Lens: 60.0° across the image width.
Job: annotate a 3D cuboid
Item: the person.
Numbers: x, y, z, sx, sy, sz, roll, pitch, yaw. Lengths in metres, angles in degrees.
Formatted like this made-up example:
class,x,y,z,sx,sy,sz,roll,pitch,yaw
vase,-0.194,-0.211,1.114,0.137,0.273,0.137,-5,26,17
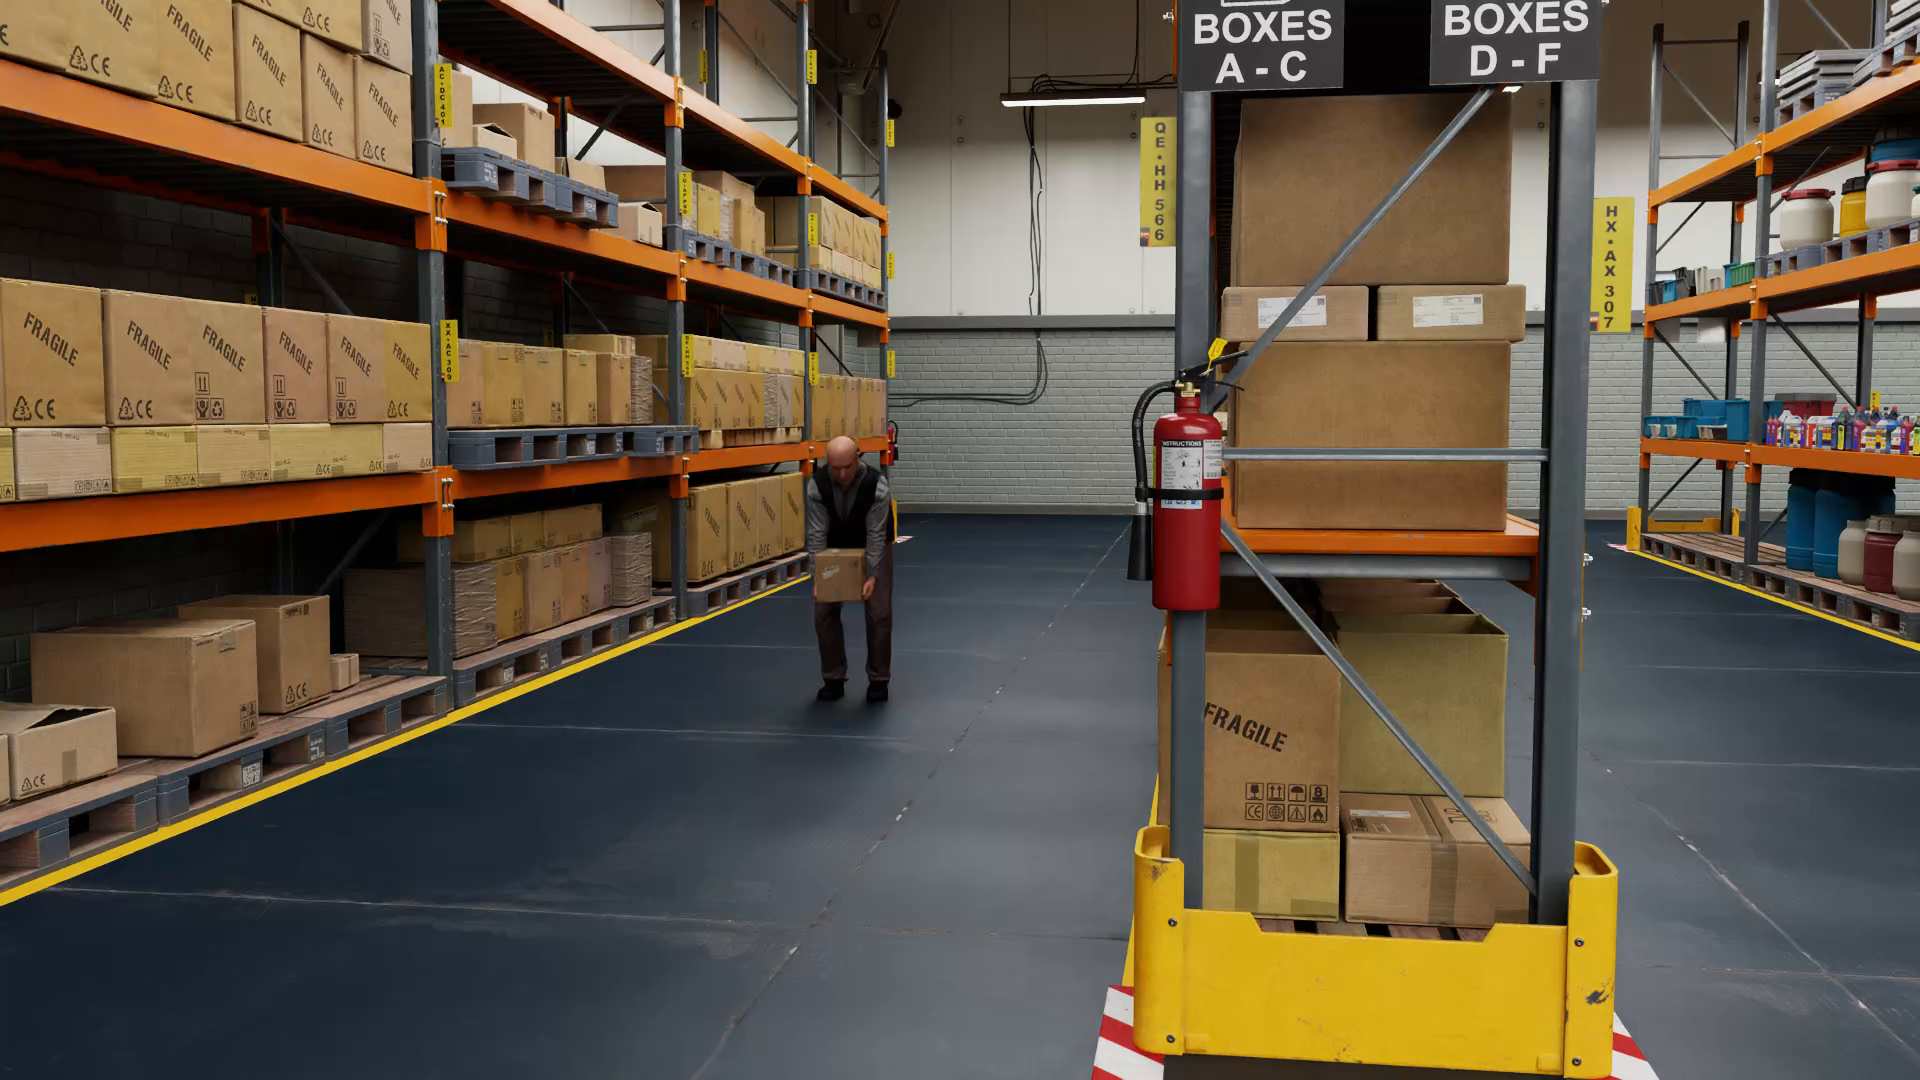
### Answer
class,x,y,z,sx,sy,sz,roll,pitch,yaw
person,-0.604,0.167,9.250,0.473,1.476,0.796,1,4,7
